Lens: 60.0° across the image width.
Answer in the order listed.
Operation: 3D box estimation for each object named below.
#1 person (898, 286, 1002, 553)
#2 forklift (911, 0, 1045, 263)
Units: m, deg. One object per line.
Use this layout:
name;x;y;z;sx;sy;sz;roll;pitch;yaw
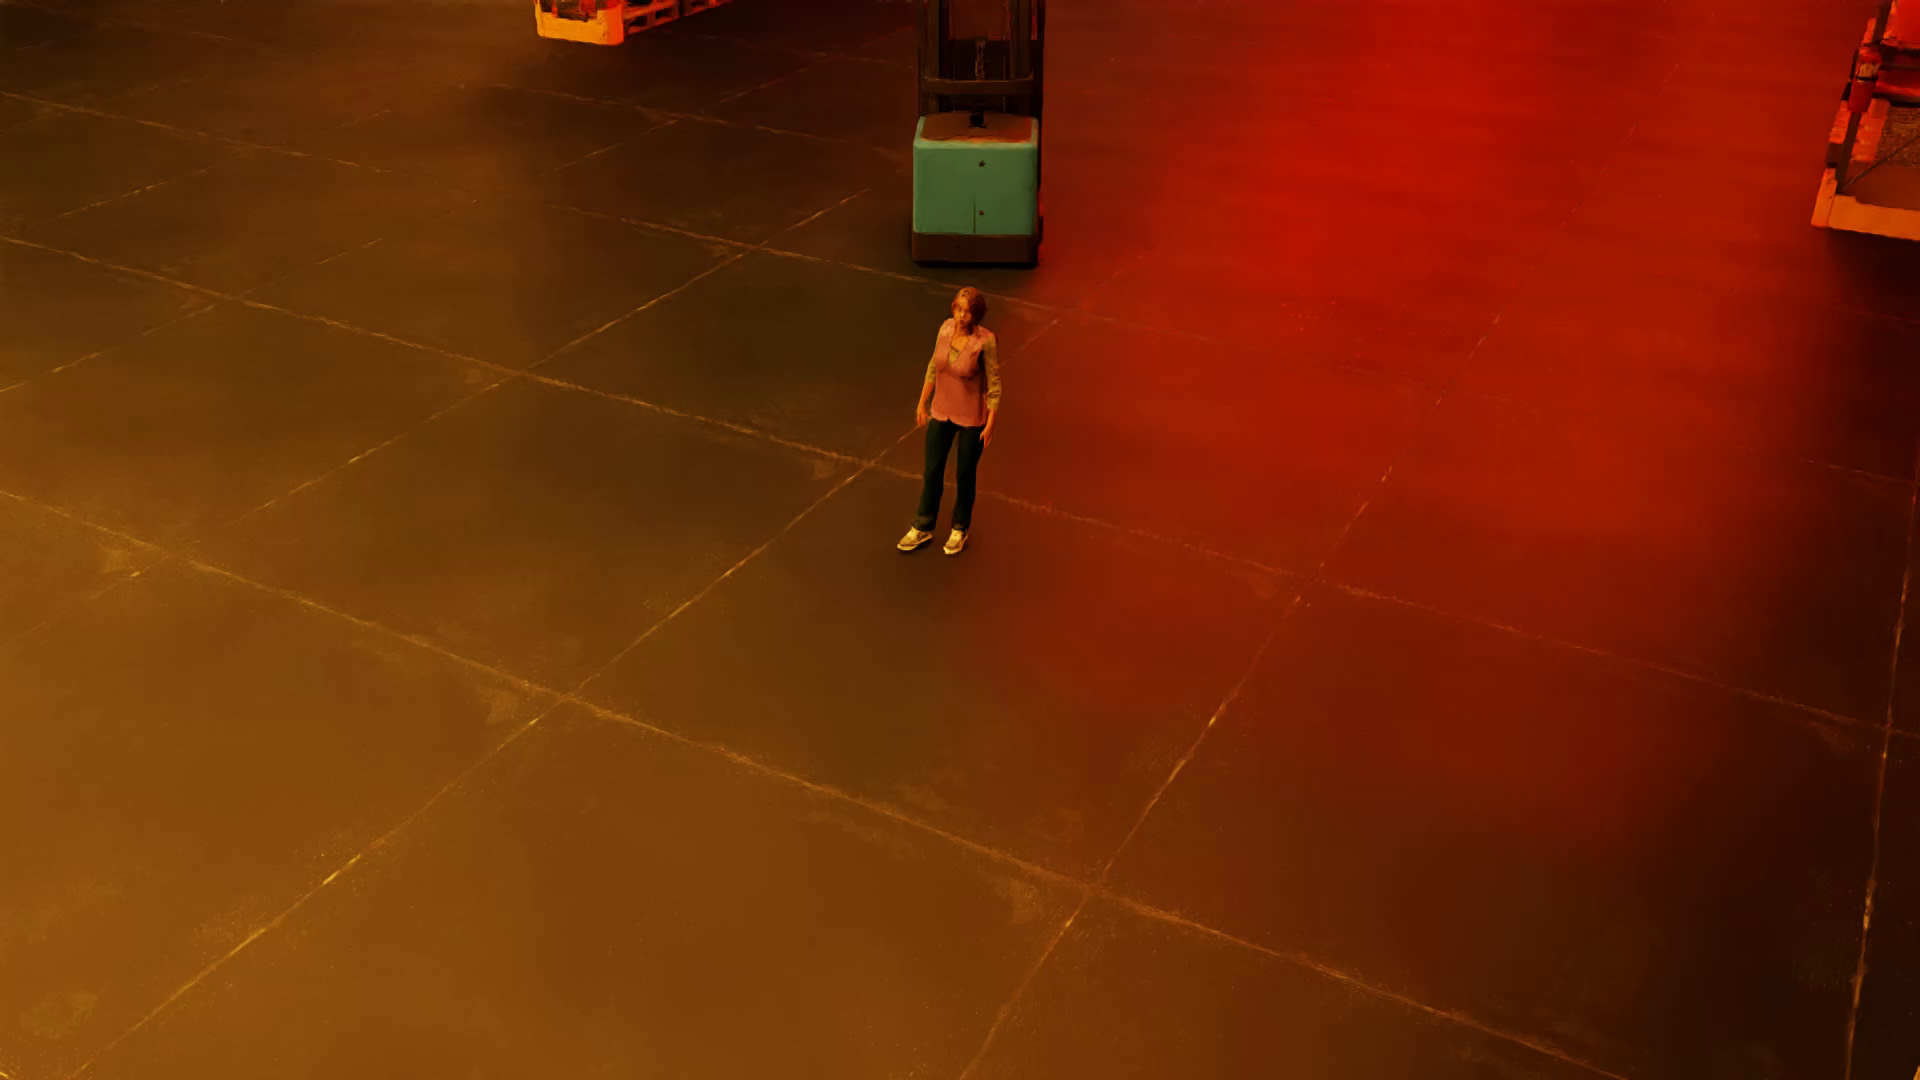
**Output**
person;-0.048;-0.669;9.550;0.520;1.597;0.474;15;33;25
forklift;0.189;-4.286;14.497;1.130;2.935;3.031;1;30;2
